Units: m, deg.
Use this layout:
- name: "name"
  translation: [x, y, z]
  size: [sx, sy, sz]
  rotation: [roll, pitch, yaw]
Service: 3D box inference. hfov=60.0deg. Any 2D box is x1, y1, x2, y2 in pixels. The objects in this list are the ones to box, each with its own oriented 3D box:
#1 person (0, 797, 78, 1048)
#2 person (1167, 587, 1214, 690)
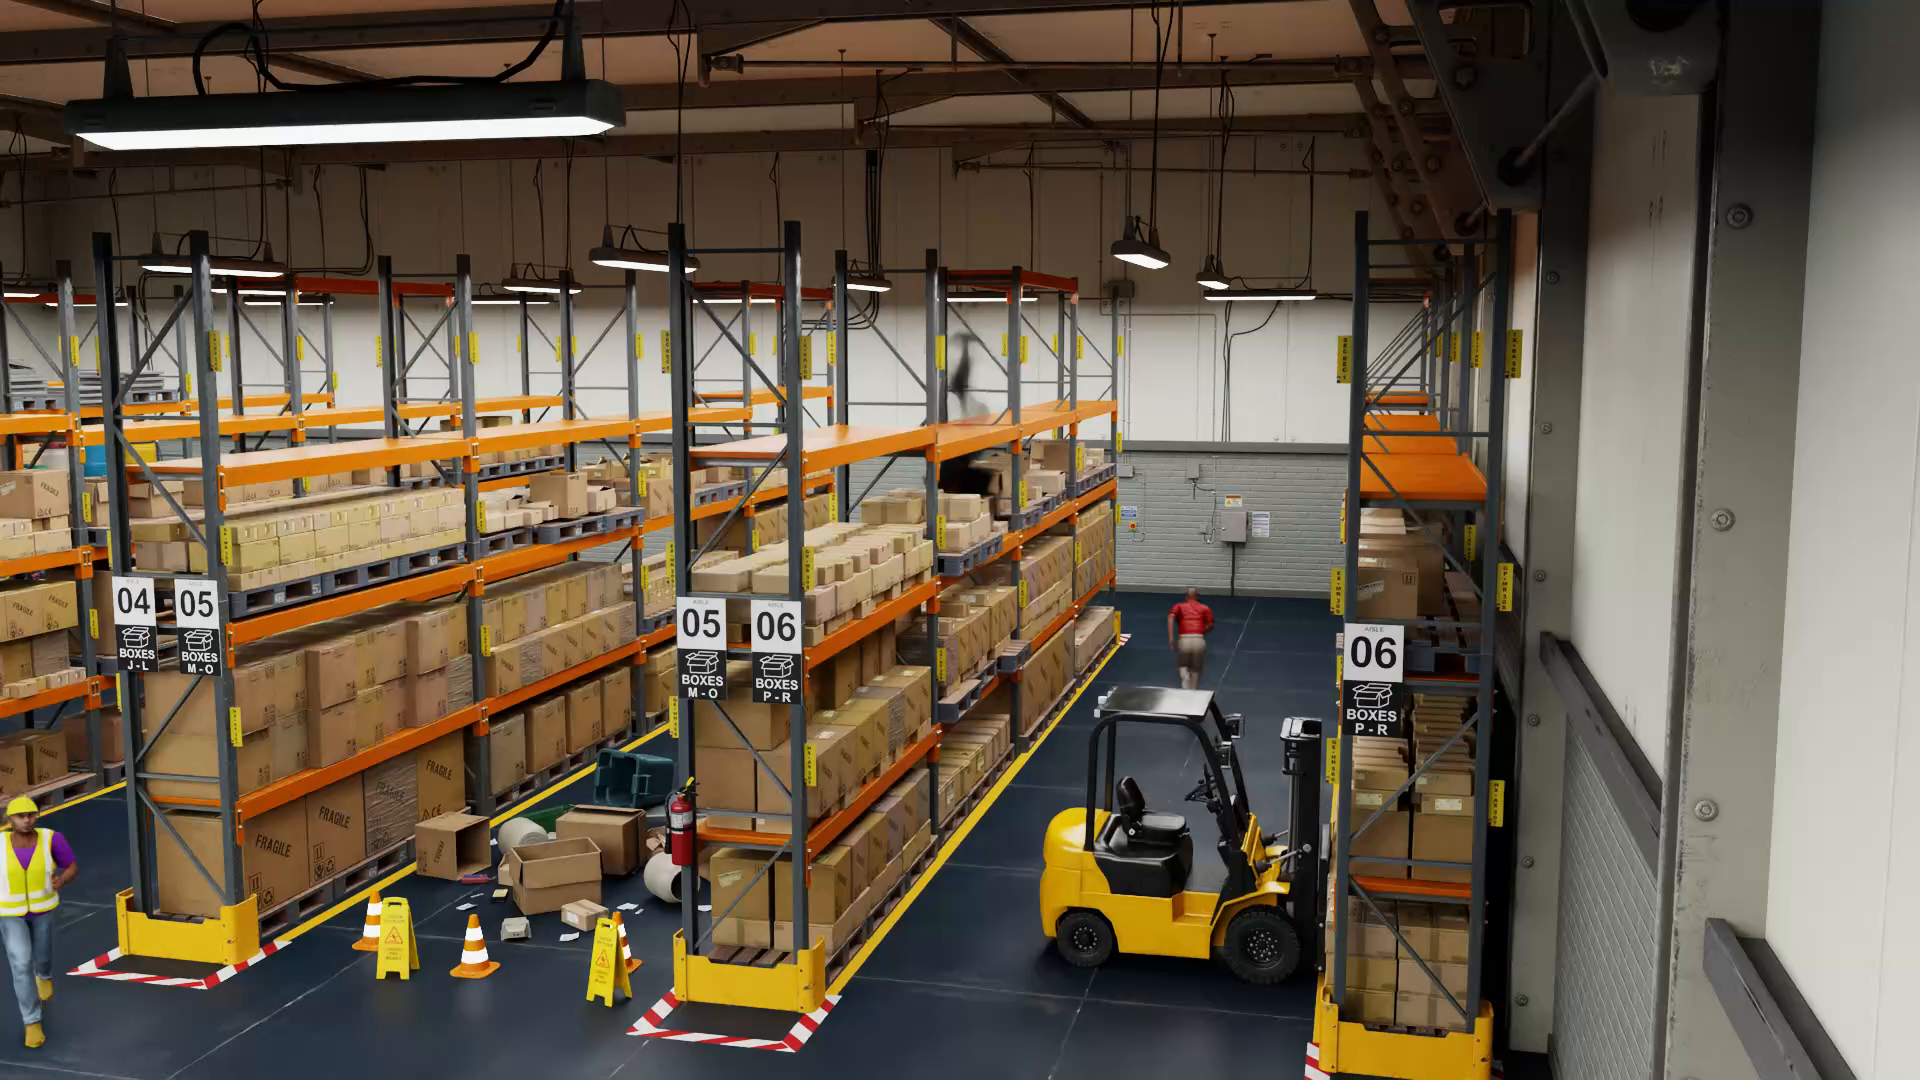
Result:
- name: "person"
  translation: [-6.979, 2.771, 12.430]
  size: [0.710, 1.769, 0.990]
  rotation: [-5, 9, -37]
- name: "person"
  translation: [3.242, 1.512, 23.426]
  size: [0.653, 1.656, 0.752]
  rotation: [1, 7, 9]
